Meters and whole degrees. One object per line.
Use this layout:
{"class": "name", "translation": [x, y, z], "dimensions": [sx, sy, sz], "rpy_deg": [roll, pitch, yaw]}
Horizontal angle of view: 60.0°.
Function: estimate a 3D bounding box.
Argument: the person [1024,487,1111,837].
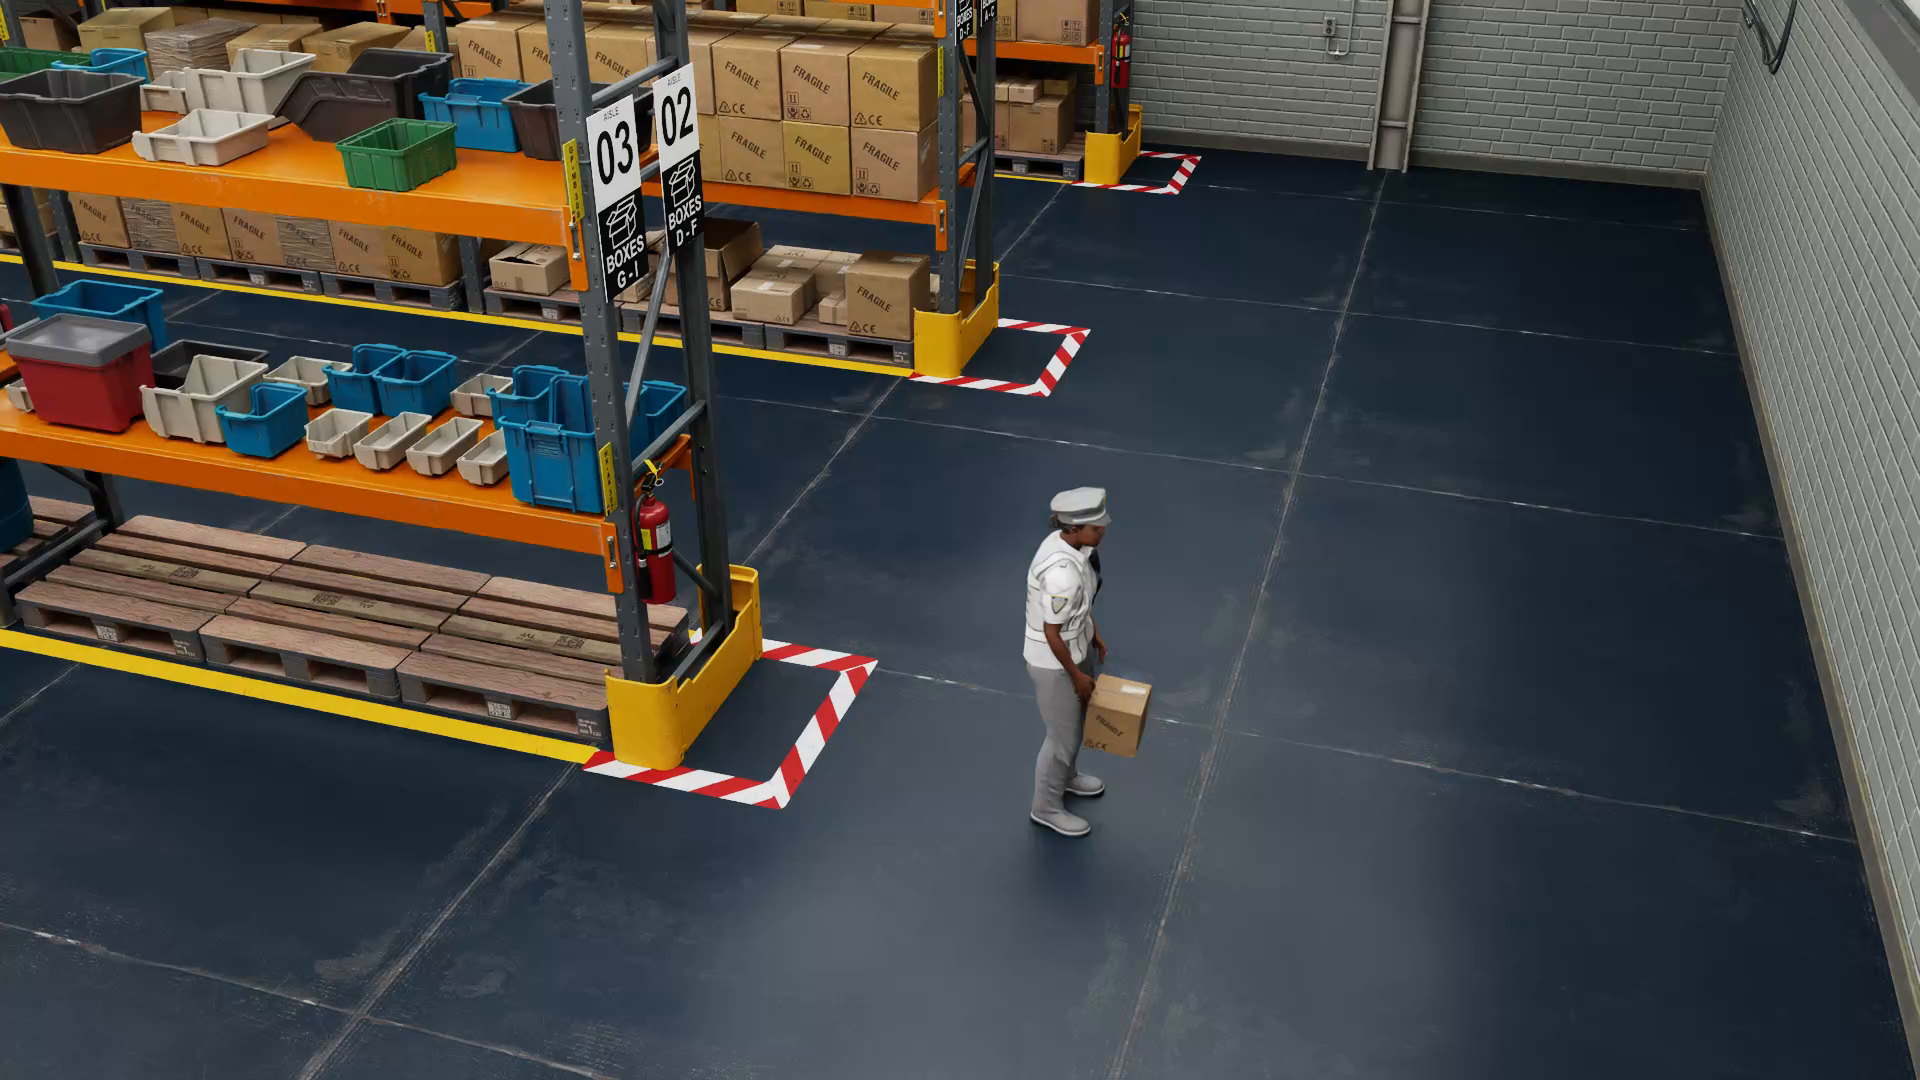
{"class": "person", "translation": [0.480, 0.527, 7.552], "dimensions": [0.372, 1.672, 0.492], "rpy_deg": [8, 30, 14]}
